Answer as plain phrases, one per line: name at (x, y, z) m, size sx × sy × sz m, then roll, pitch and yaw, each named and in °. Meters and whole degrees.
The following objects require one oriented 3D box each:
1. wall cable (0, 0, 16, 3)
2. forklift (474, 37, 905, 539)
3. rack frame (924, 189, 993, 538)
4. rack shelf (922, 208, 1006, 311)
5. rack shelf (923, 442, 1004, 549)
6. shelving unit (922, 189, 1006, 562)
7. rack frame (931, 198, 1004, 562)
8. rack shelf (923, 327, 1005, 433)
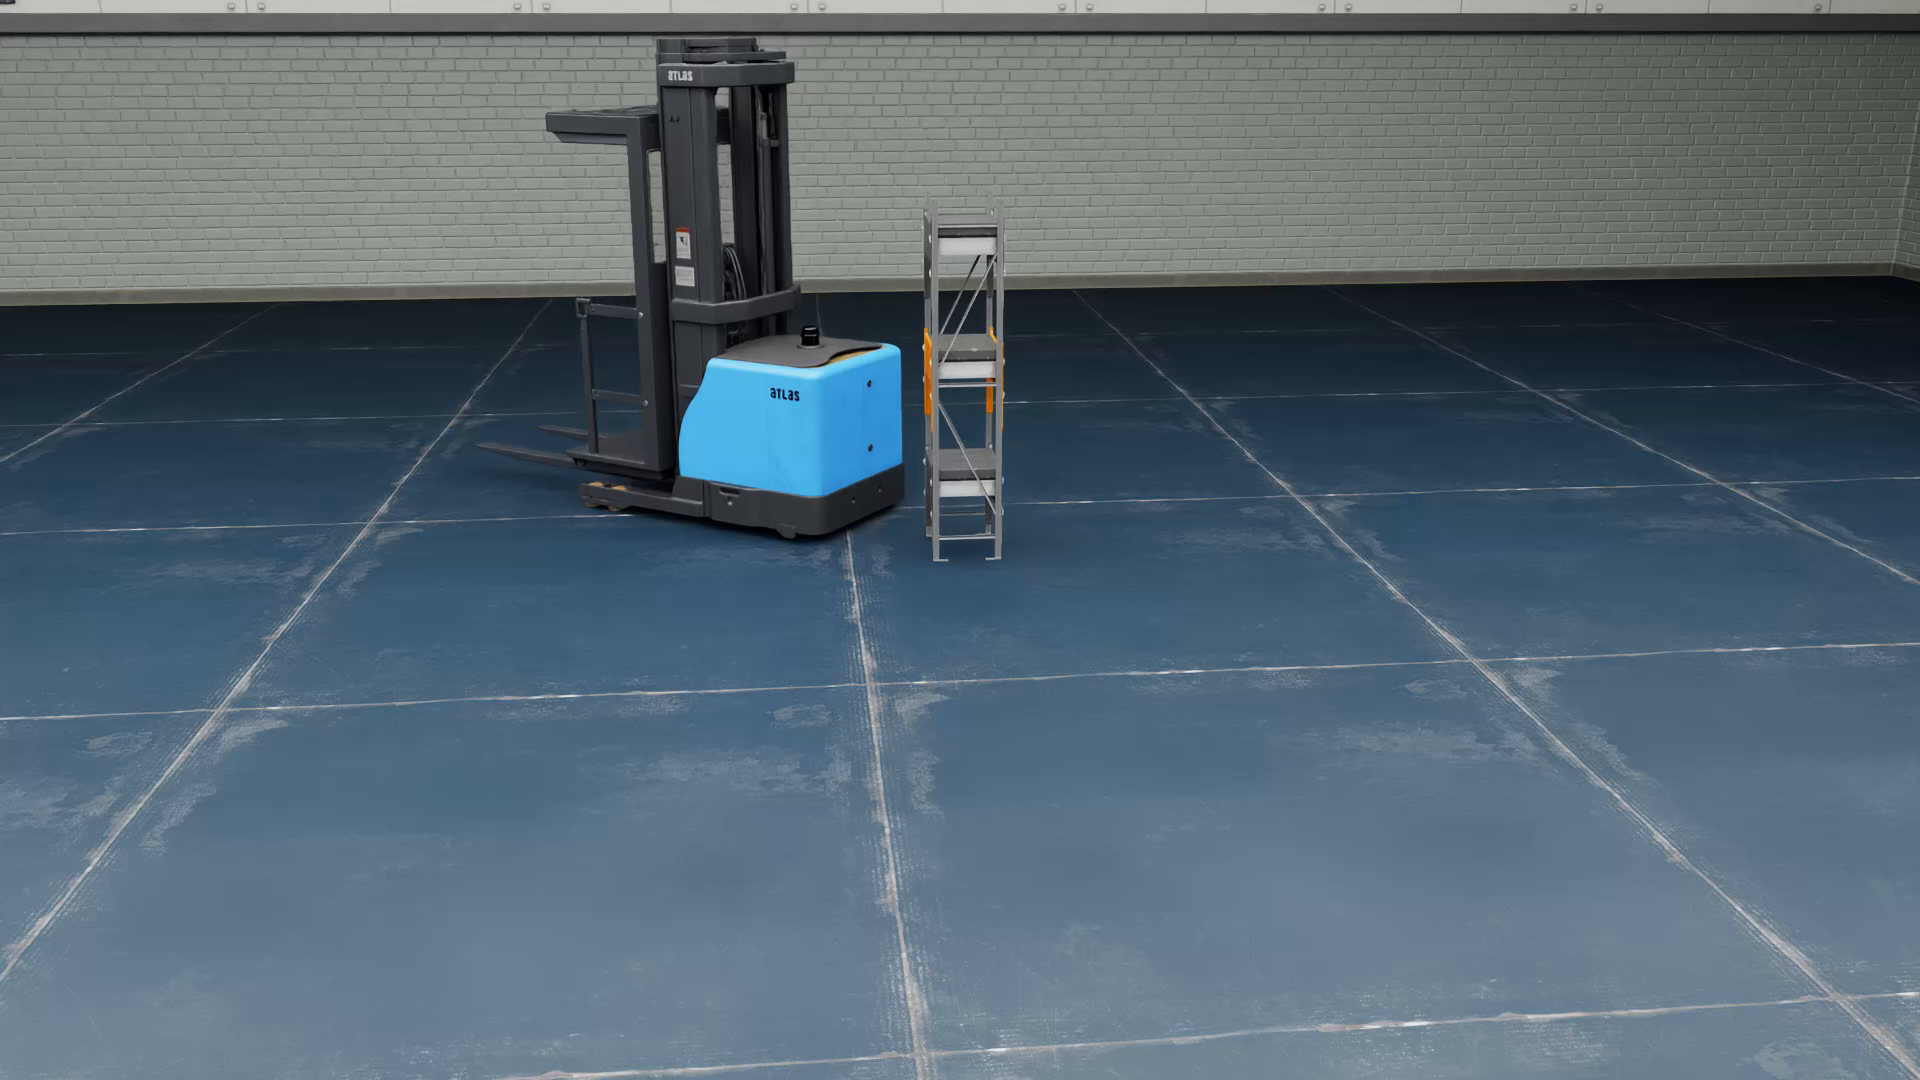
wall cable at (-9.132, -8.546, 16.697) m, size 2.305 × 6.003 × 0.169 m, roll -2°, pitch 18°, yaw -6°
forklift at (-1.894, -1.707, 10.721) m, size 3.031 × 2.935 × 1.130 m, roll 10°, pitch 20°, yaw 28°
rack frame at (-0.008, -1.025, 9.937) m, size 0.400 × 2.100 × 0.015 m, roll -2°, pitch 18°, yaw -6°
rack shelf at (0.017, -1.607, 9.500) m, size 0.431 × 0.518 × 0.480 m, roll -2°, pitch 18°, yaw -6°
rack shelf at (0.017, -0.272, 9.919) m, size 0.431 × 0.518 × 0.480 m, roll -2°, pitch 18°, yaw -6°
shelving unit at (0.017, -0.952, 9.705) m, size 0.431 × 2.100 × 0.503 m, roll -2°, pitch 18°, yaw -6°
rack frame at (0.042, -0.880, 9.474) m, size 0.400 × 2.100 × 0.015 m, roll -2°, pitch 18°, yaw -6°
rack shelf at (0.017, -0.939, 9.710) m, size 0.431 × 0.518 × 0.480 m, roll -2°, pitch 18°, yaw -6°
